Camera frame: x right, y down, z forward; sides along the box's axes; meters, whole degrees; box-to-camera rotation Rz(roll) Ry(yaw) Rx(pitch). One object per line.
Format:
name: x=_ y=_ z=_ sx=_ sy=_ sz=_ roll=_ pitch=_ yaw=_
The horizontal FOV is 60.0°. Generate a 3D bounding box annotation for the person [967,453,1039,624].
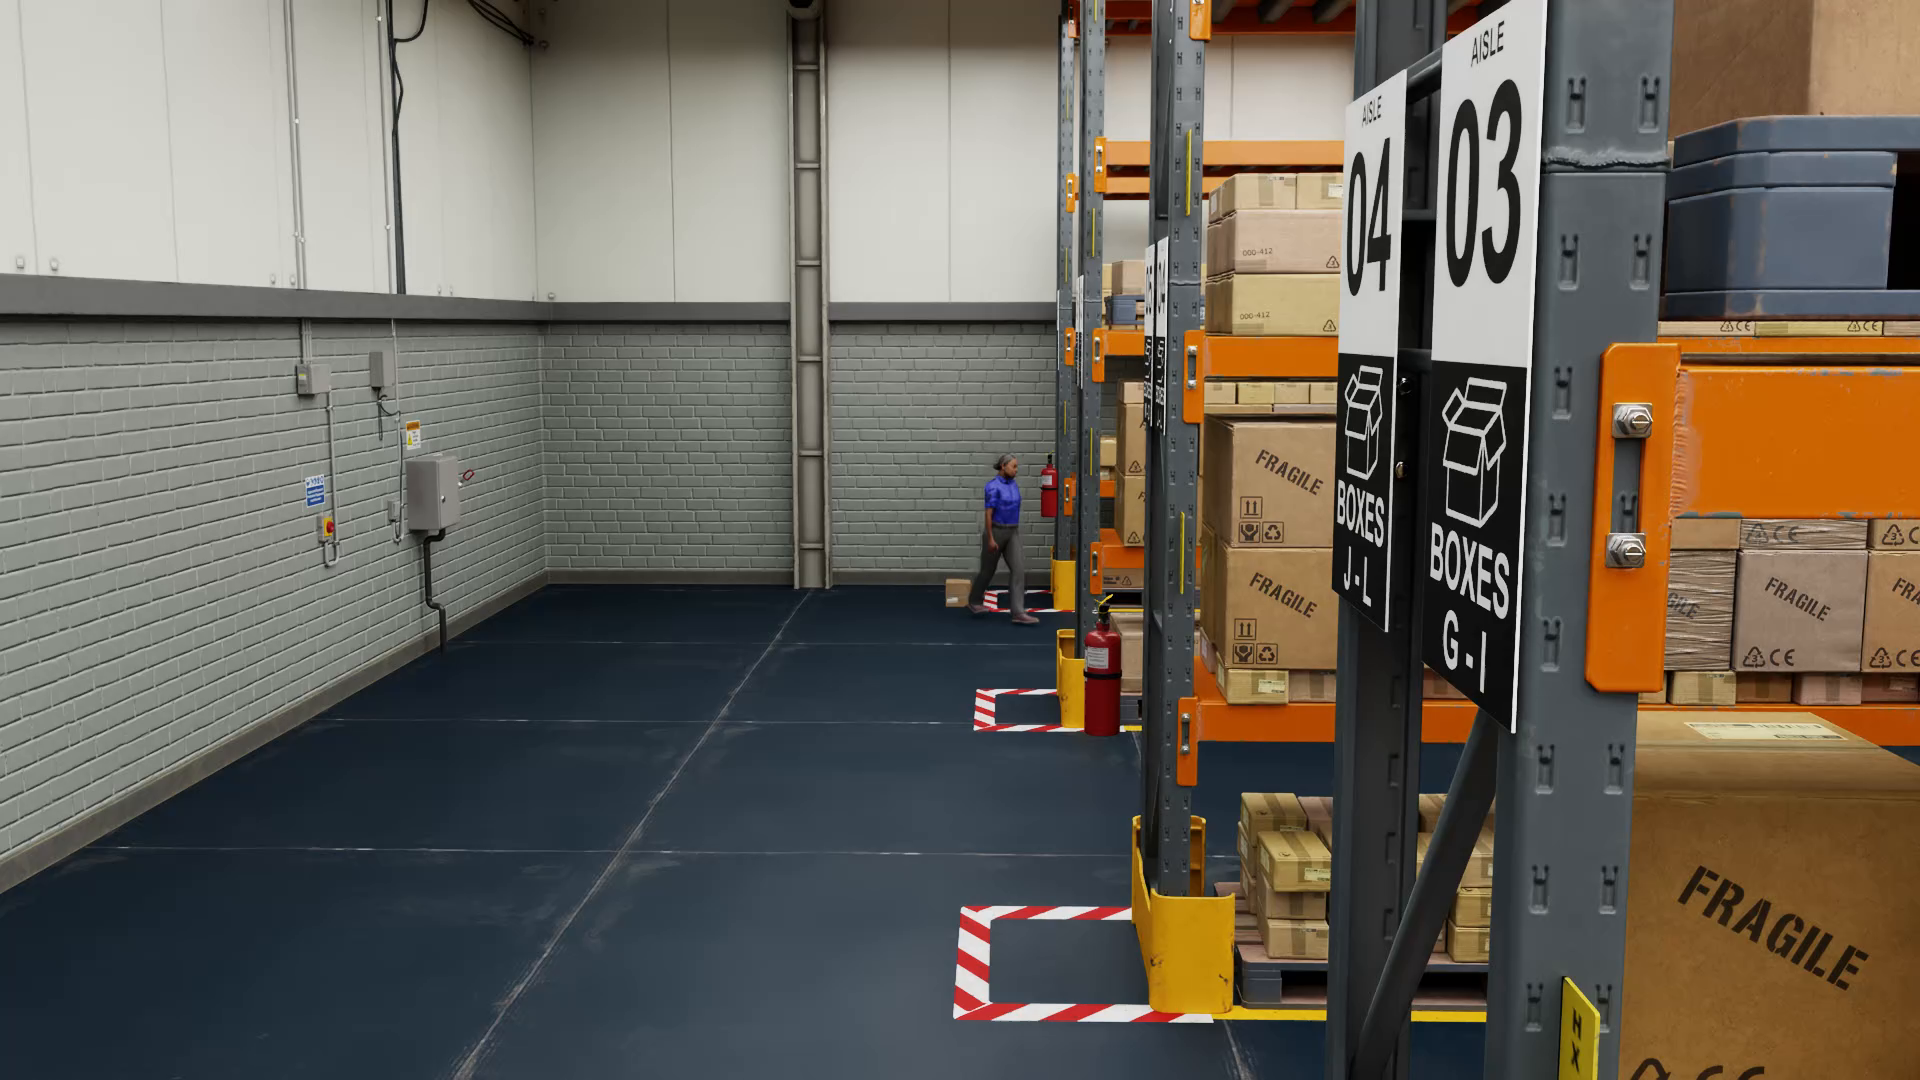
person: x=0.403 y=-0.029 z=16.015 sx=0.455 sy=1.609 sz=0.903 roll=-6 pitch=9 yaw=-38
